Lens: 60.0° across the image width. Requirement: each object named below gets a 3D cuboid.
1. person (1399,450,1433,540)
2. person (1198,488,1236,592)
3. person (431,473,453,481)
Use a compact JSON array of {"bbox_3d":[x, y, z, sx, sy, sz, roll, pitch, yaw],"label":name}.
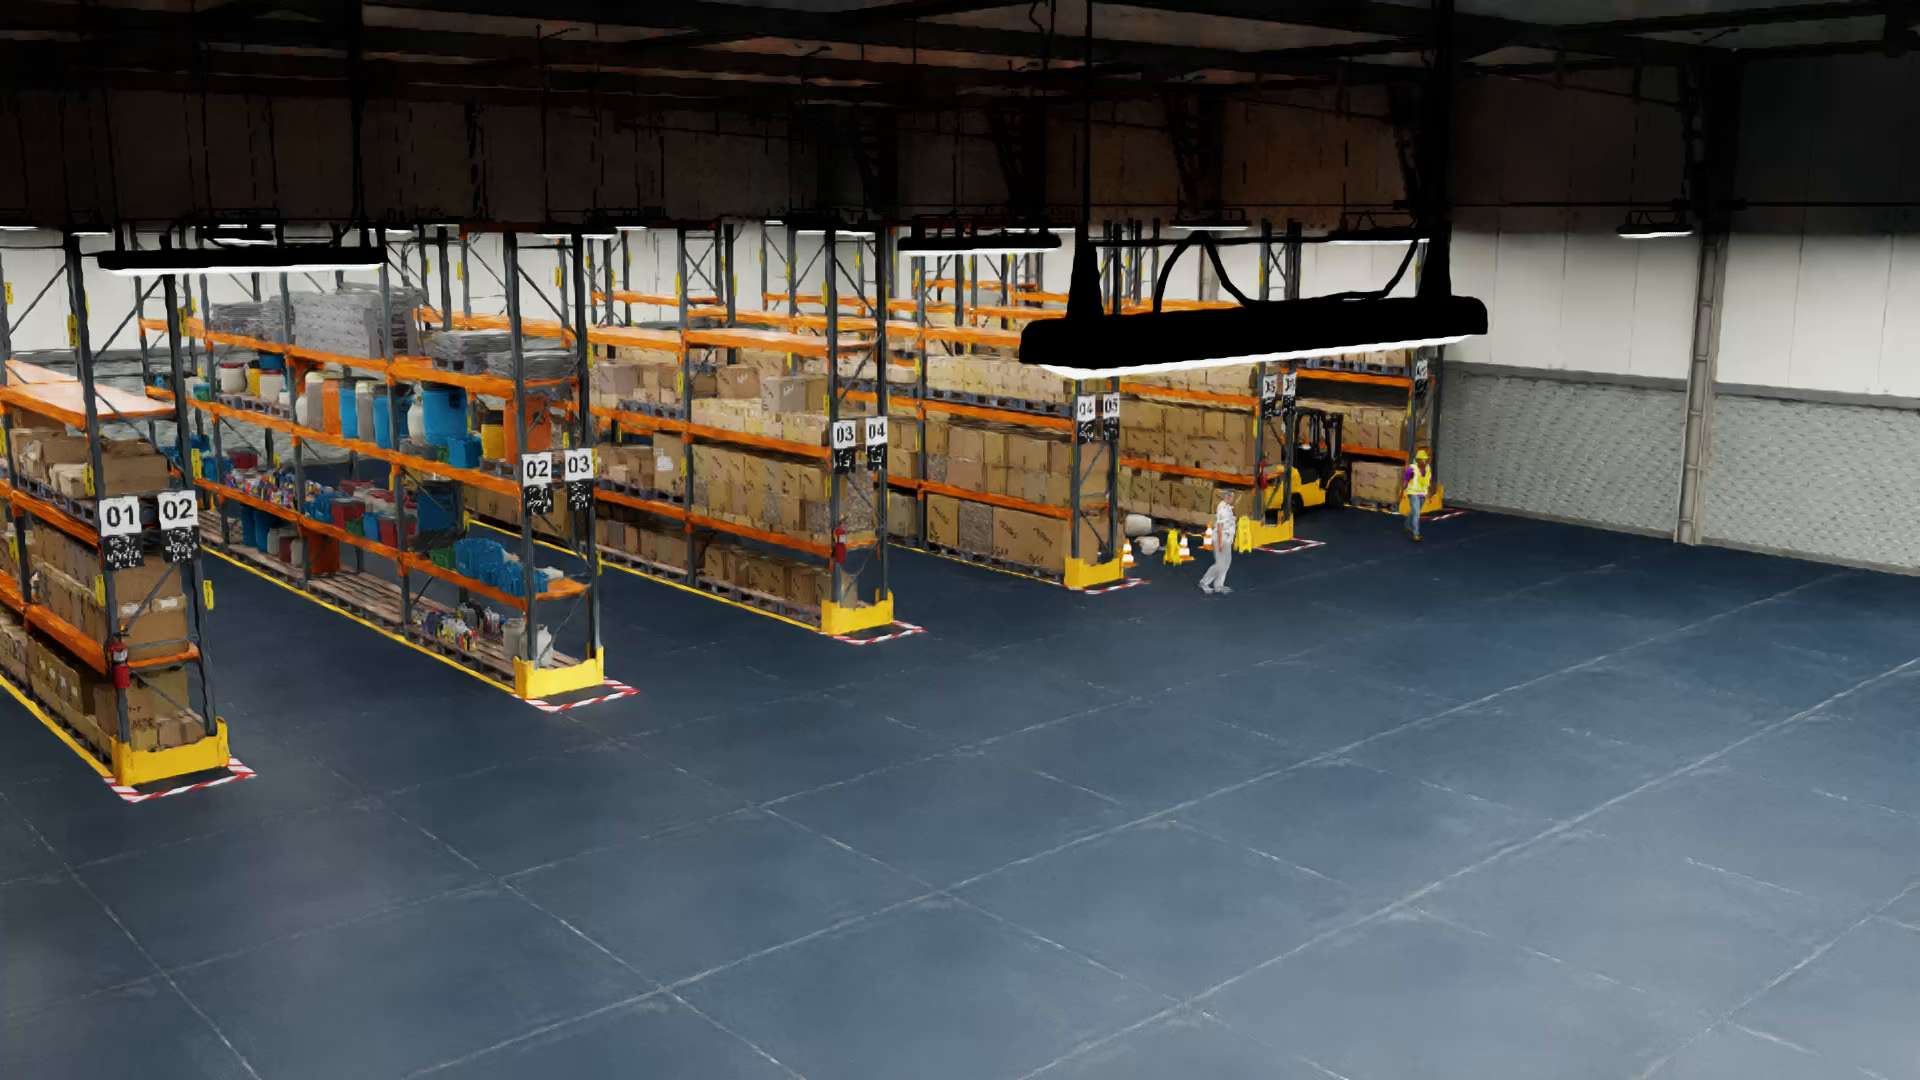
[{"bbox_3d":[8.800,-0.884,31.966,0.618,1.720,0.972,-4,12,-18],"label":"person"},{"bbox_3d":[4.250,0.005,27.448,0.575,1.745,0.602,3,12,13],"label":"person"},{"bbox_3d":[-10.000,-0.915,32.282,0.488,1.590,1.071,-11,16,-42],"label":"person"}]
